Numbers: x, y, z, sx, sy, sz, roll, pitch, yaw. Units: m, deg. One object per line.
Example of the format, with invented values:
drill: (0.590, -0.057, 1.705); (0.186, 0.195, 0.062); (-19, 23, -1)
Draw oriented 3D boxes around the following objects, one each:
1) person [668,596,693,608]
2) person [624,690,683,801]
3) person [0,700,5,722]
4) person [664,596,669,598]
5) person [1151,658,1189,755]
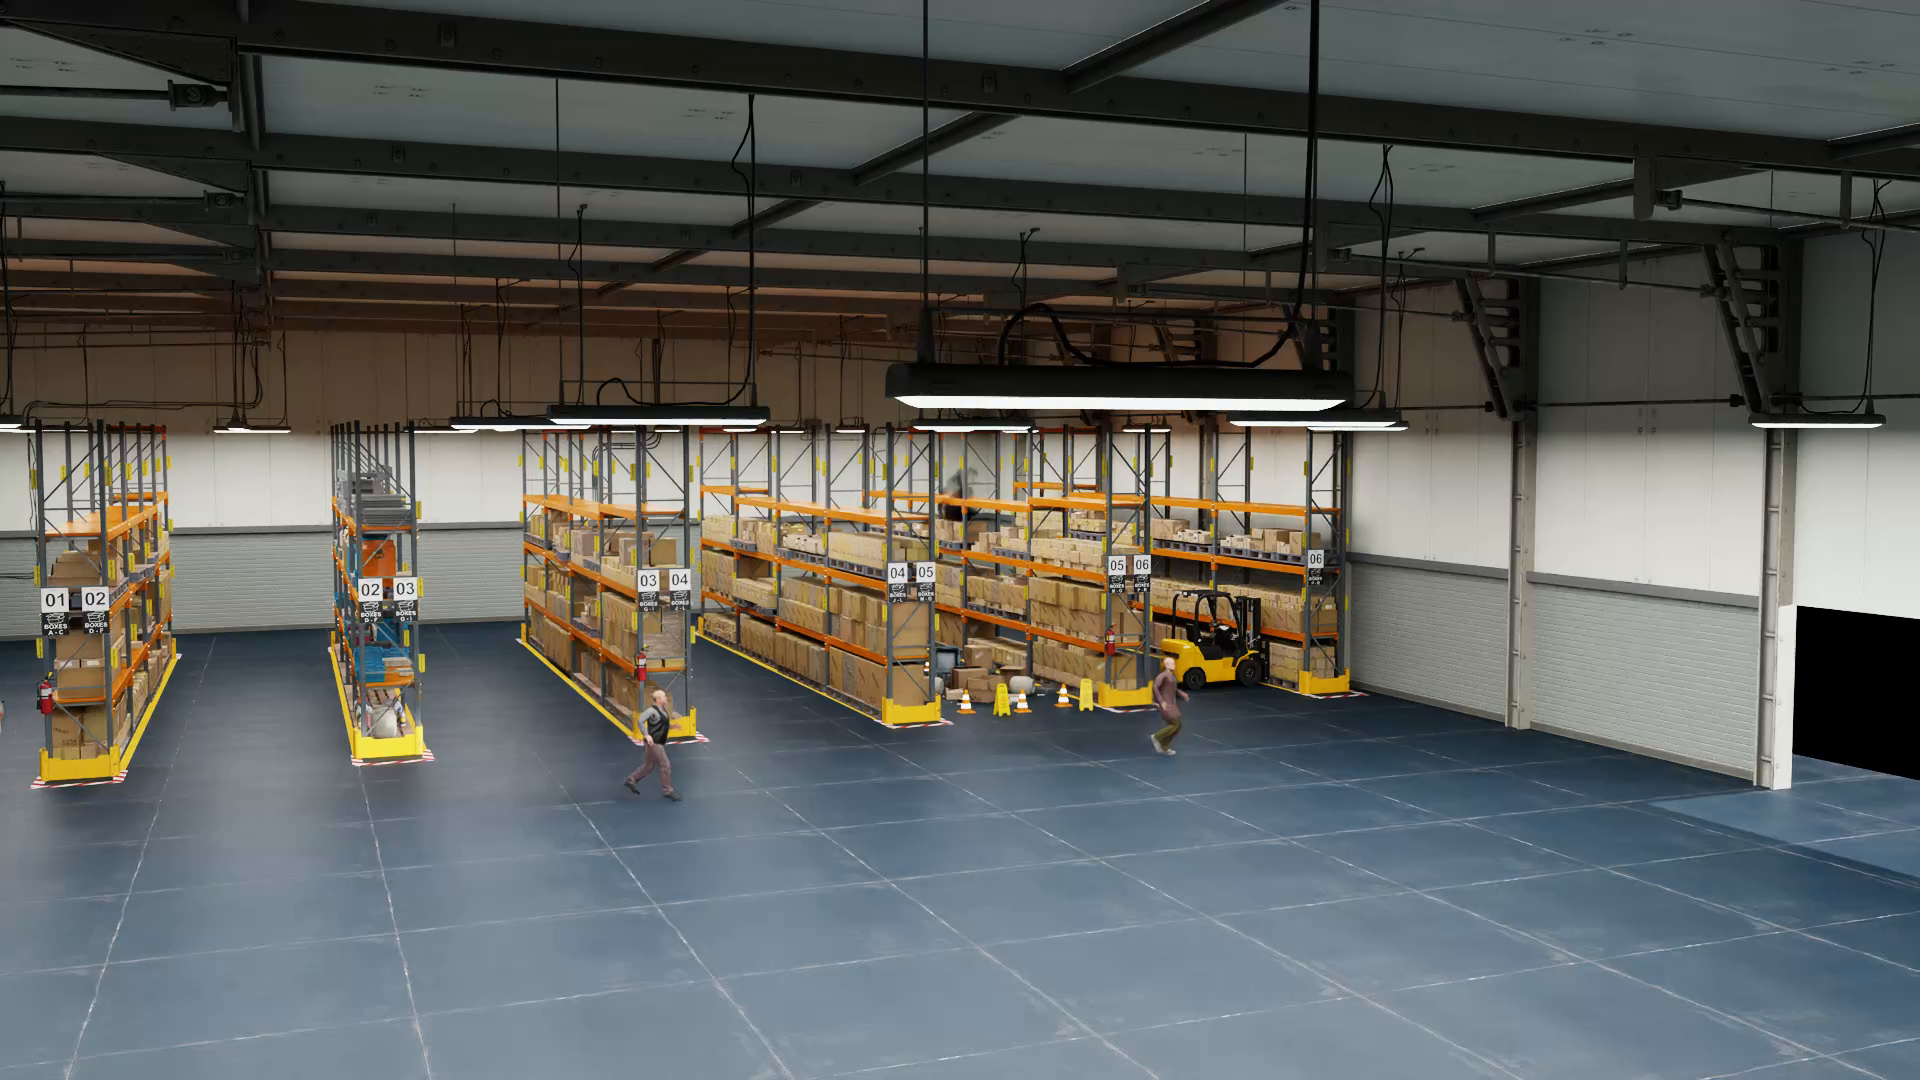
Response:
person: (-7.498, 2.047, 44.546); (0.716, 1.755, 1.020); (-1, 4, -19)
person: (-4.832, 3.225, 26.165); (0.953, 1.733, 0.613); (0, 4, 2)
person: (-15.852, 3.161, 26.929); (0.691, 1.817, 0.724); (-3, 4, -35)
person: (-8.613, 1.950, 48.123); (0.729, 1.580, 0.710); (1, 4, 17)
person: (3.769, 2.984, 29.875); (0.629, 1.746, 0.723); (1, 4, 22)
